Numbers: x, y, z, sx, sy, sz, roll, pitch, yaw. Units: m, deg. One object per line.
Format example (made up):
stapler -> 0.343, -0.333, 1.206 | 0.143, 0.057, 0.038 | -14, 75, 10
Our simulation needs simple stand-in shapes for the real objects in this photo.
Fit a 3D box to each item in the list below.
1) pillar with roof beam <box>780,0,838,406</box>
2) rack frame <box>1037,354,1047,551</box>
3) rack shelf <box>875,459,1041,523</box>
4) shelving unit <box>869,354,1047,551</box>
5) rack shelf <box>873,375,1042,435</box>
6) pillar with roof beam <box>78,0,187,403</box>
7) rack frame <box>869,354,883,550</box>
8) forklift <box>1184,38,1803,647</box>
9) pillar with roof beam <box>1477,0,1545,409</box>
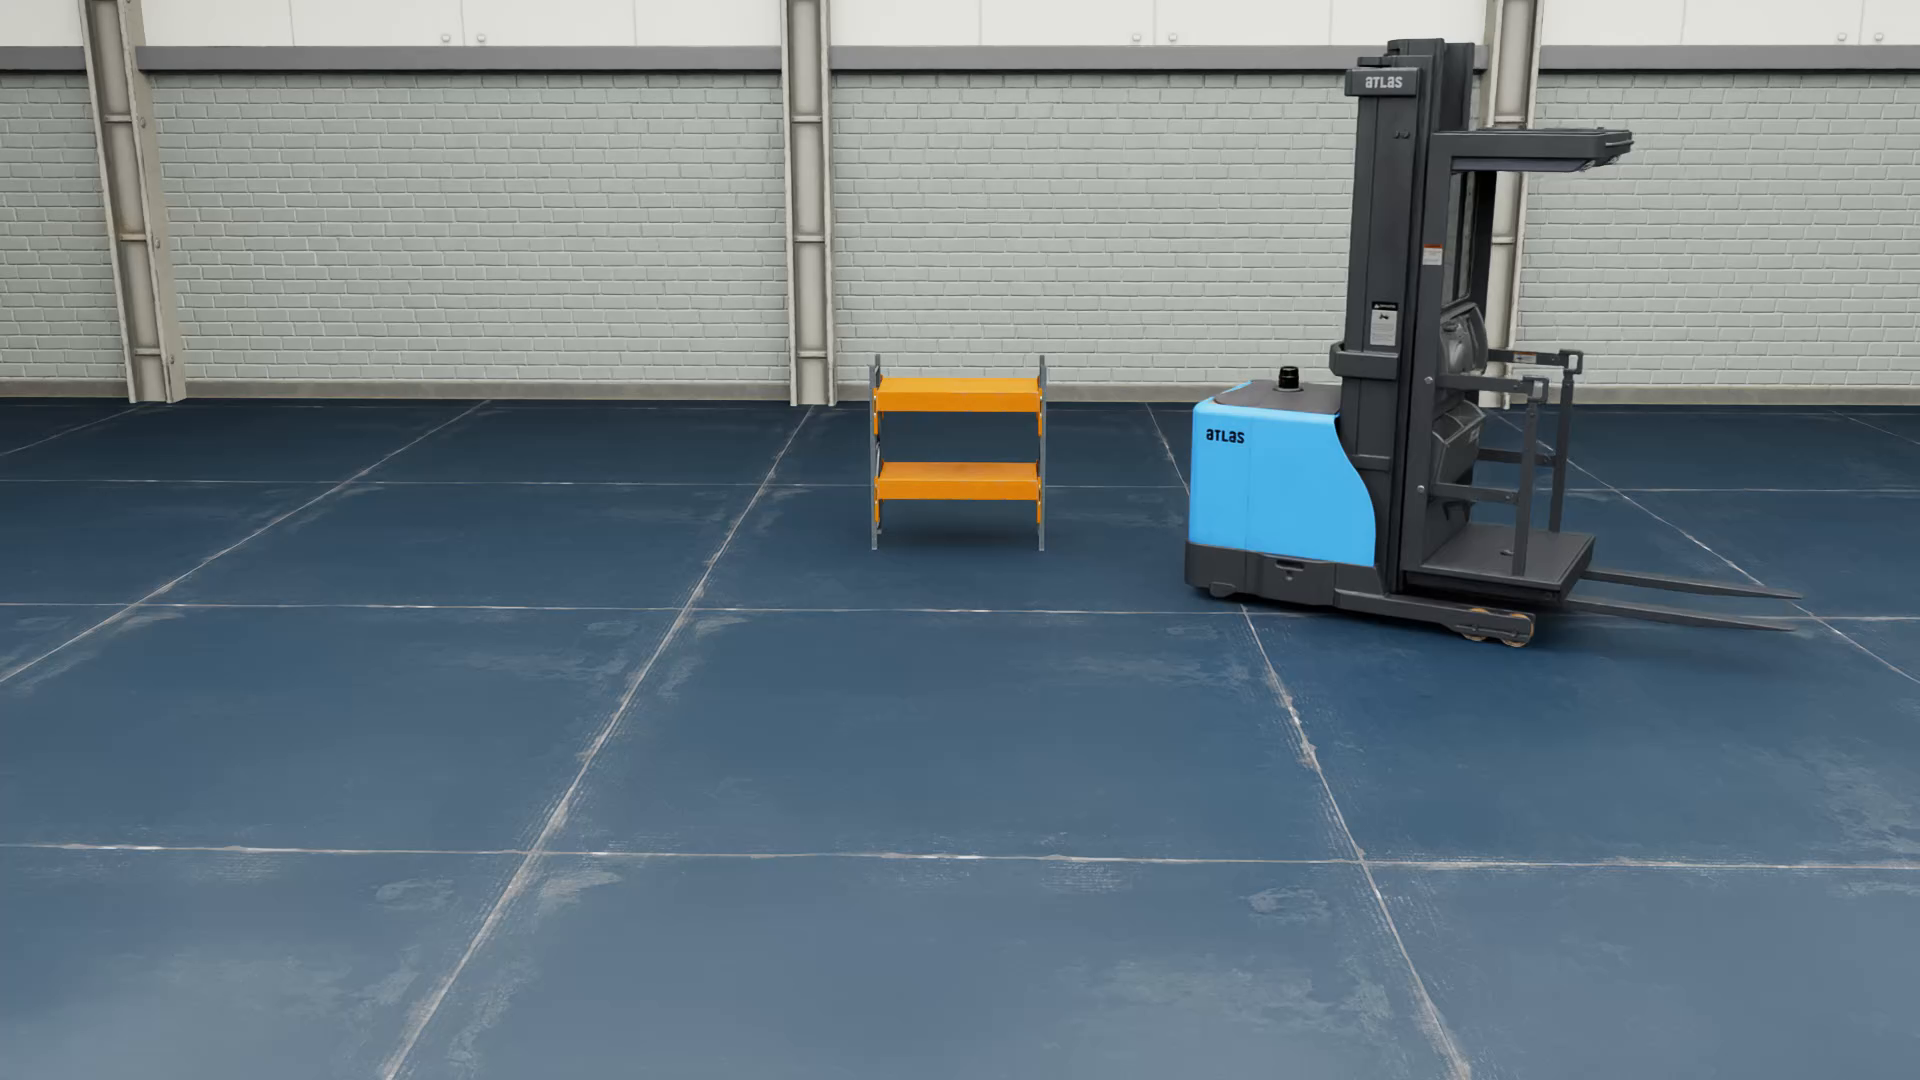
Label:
pillar with roof beam -> -1.428, -4.494, 9.732 | 0.400, 9.000, 9.100 | 0, 15, 1
rack frame -> 0.501, -0.541, 10.184 | 0.032, 1.125, 0.500 | 0, 15, 1
rack shelf -> -0.007, -0.308, 10.259 | 1.000, 0.278, 0.538 | 0, 15, 1
shelving unit -> -0.007, -0.544, 10.197 | 1.048, 1.125, 0.538 | 0, 15, 1
rack shelf -> -0.007, -0.827, 10.122 | 1.000, 0.278, 0.538 | 0, 15, 1
pillar with roof beam -> -7.426, -4.533, 9.880 | 0.400, 9.000, 9.100 | 0, 15, 1
rack frame -> -0.515, -0.547, 10.209 | 0.032, 1.125, 0.500 | 0, 15, 1
forklift -> 2.781, -1.037, 8.524 | 3.031, 2.935, 1.130 | 8, 17, 28
pillar with roof beam -> 4.570, -4.454, 9.584 | 0.400, 9.000, 9.100 | 0, 15, 1
